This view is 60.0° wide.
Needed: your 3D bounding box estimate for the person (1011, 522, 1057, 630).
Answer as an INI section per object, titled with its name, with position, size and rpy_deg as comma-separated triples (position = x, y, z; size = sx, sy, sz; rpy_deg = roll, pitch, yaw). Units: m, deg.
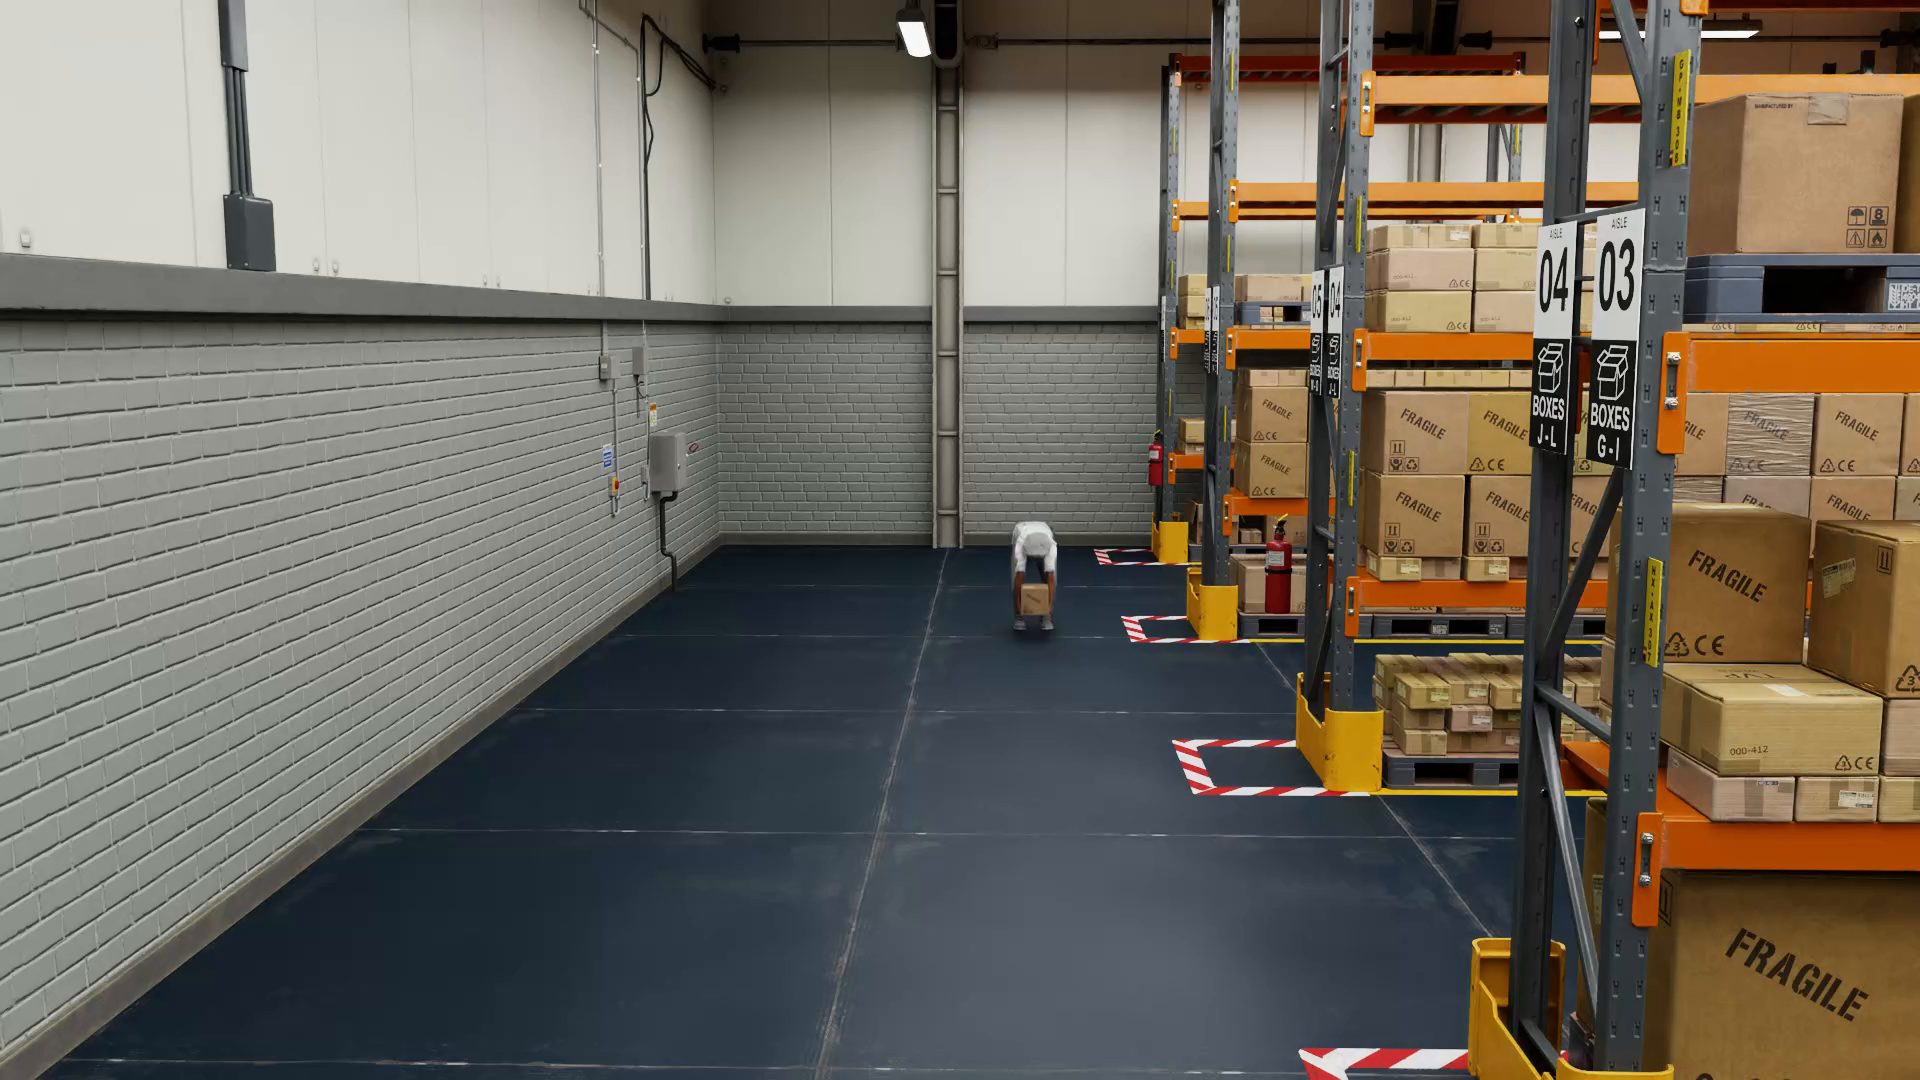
[person]
position = 0.696, 0.362, 15.491
size = 0.436, 1.022, 0.938
rpy_deg = 0, 7, -1
